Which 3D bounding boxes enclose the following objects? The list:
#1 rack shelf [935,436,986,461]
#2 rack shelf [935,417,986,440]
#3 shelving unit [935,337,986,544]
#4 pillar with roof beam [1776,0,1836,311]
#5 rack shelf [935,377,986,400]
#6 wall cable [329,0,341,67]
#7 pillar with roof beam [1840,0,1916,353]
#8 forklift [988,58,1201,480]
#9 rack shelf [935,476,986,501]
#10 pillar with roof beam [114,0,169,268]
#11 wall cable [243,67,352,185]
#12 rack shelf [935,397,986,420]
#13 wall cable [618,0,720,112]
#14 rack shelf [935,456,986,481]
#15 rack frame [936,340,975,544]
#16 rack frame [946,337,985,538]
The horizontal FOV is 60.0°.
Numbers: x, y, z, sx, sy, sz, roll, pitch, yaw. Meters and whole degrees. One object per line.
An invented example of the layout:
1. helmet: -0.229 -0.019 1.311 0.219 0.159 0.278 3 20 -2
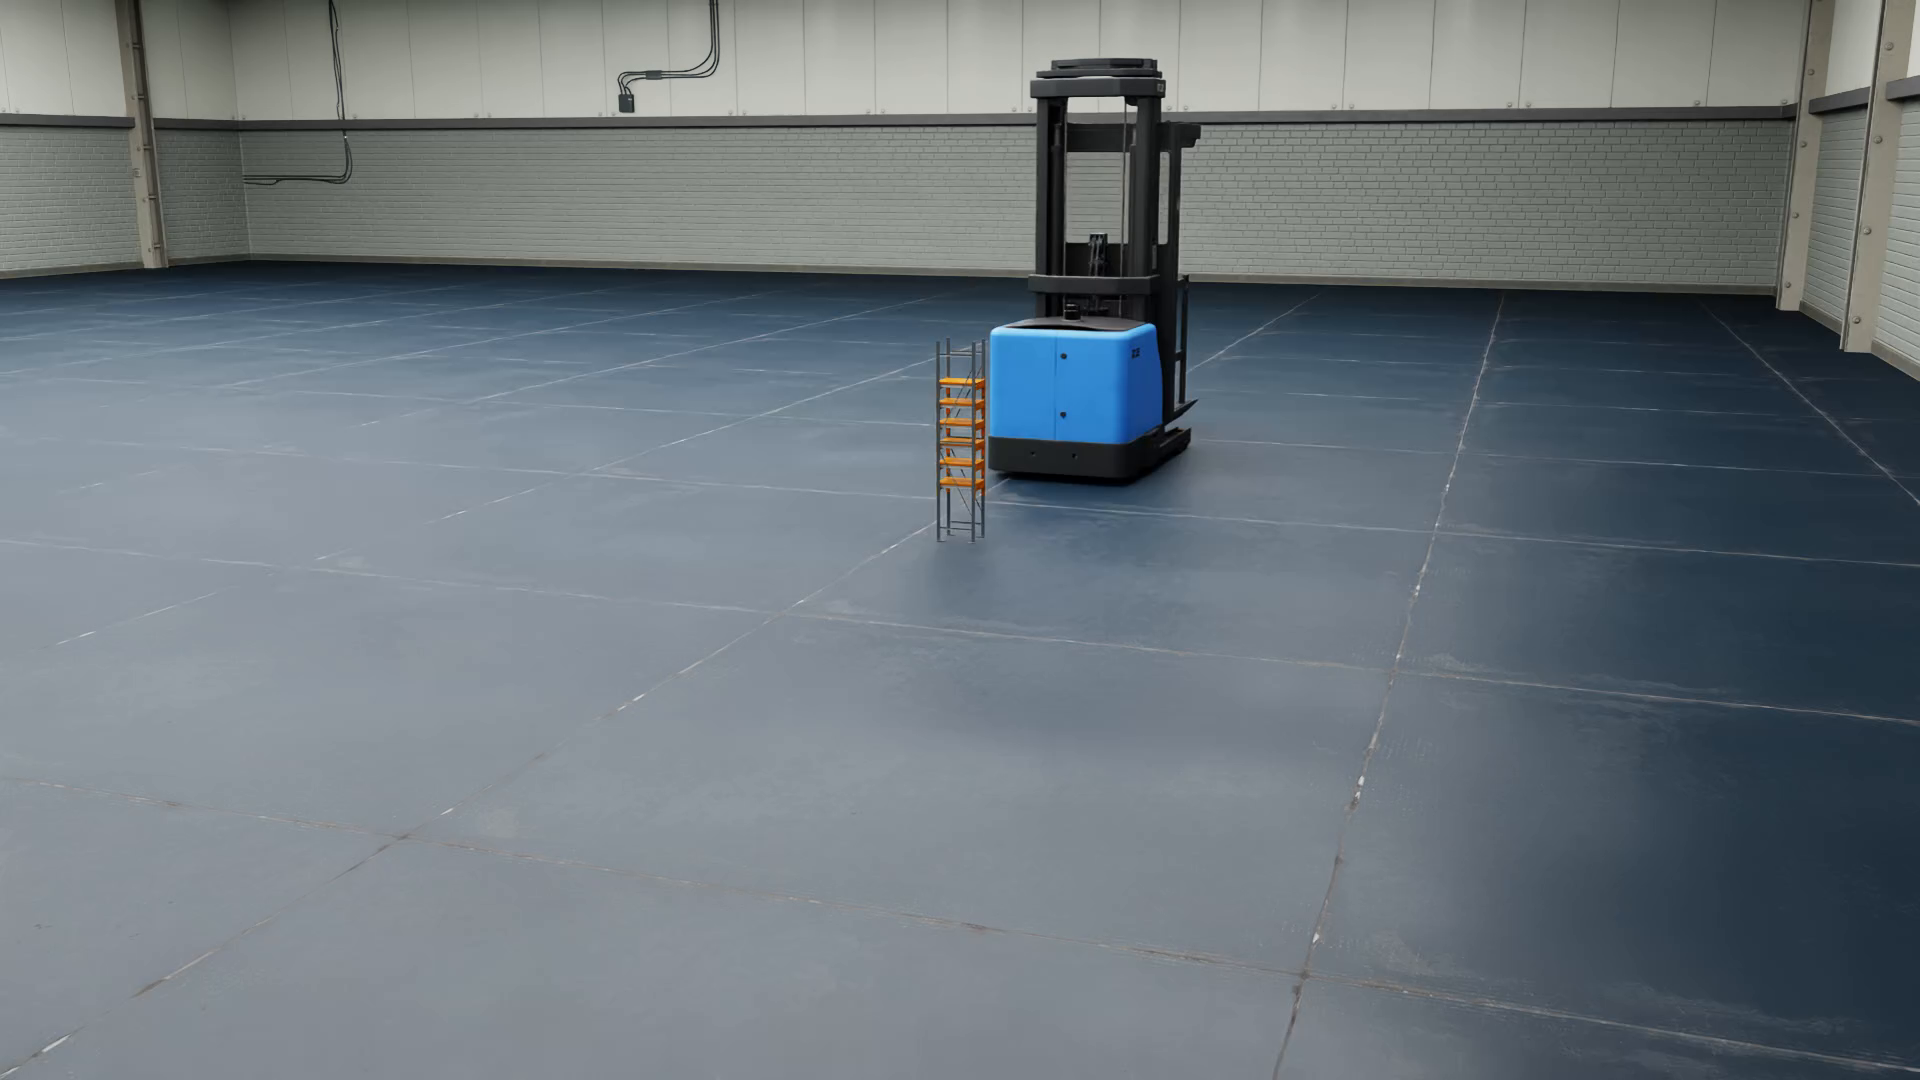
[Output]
1. rack shelf: 0.005 -0.545 9.878 0.258 0.103 0.180 4 14 18
2. rack shelf: 0.005 -0.662 9.851 0.258 0.103 0.180 4 14 18
3. shelving unit: 0.005 -0.588 9.868 0.258 1.200 0.189 4 14 18
4. pillar with roof beam: 8.614 -8.230 25.821 9.100 9.000 0.400 4 14 18
5. rack shelf: 0.005 -0.896 9.798 0.258 0.103 0.180 4 14 18
6. wall cable: -12.353 -11.466 35.631 3.097 2.526 0.112 4 14 18
7. pillar with roof beam: 6.673 -6.966 20.286 9.100 9.000 0.400 4 14 18
8. forklift: 1.190 -2.137 12.764 1.130 2.935 3.031 5 14 20
9. rack shelf: 0.005 -0.311 9.931 0.258 0.103 0.180 4 14 18
10. pillar with roof beam: -13.044 -9.878 33.042 9.100 9.000 0.400 4 14 18
11. wall cable: -14.913 -9.199 37.046 3.097 2.526 0.112 4 14 18
12. rack shelf: 0.005 -0.779 9.824 0.258 0.103 0.180 4 14 18
13. wall cable: -5.936 -11.684 33.313 2.305 6.003 0.169 4 14 18
14. rack shelf: 0.005 -0.428 9.904 0.258 0.103 0.180 4 14 18
15. rack frame: -0.025 -0.569 9.783 0.240 1.200 0.006 4 14 18
16. rack frame: 0.034 -0.607 9.952 0.240 1.200 0.006 4 14 18
